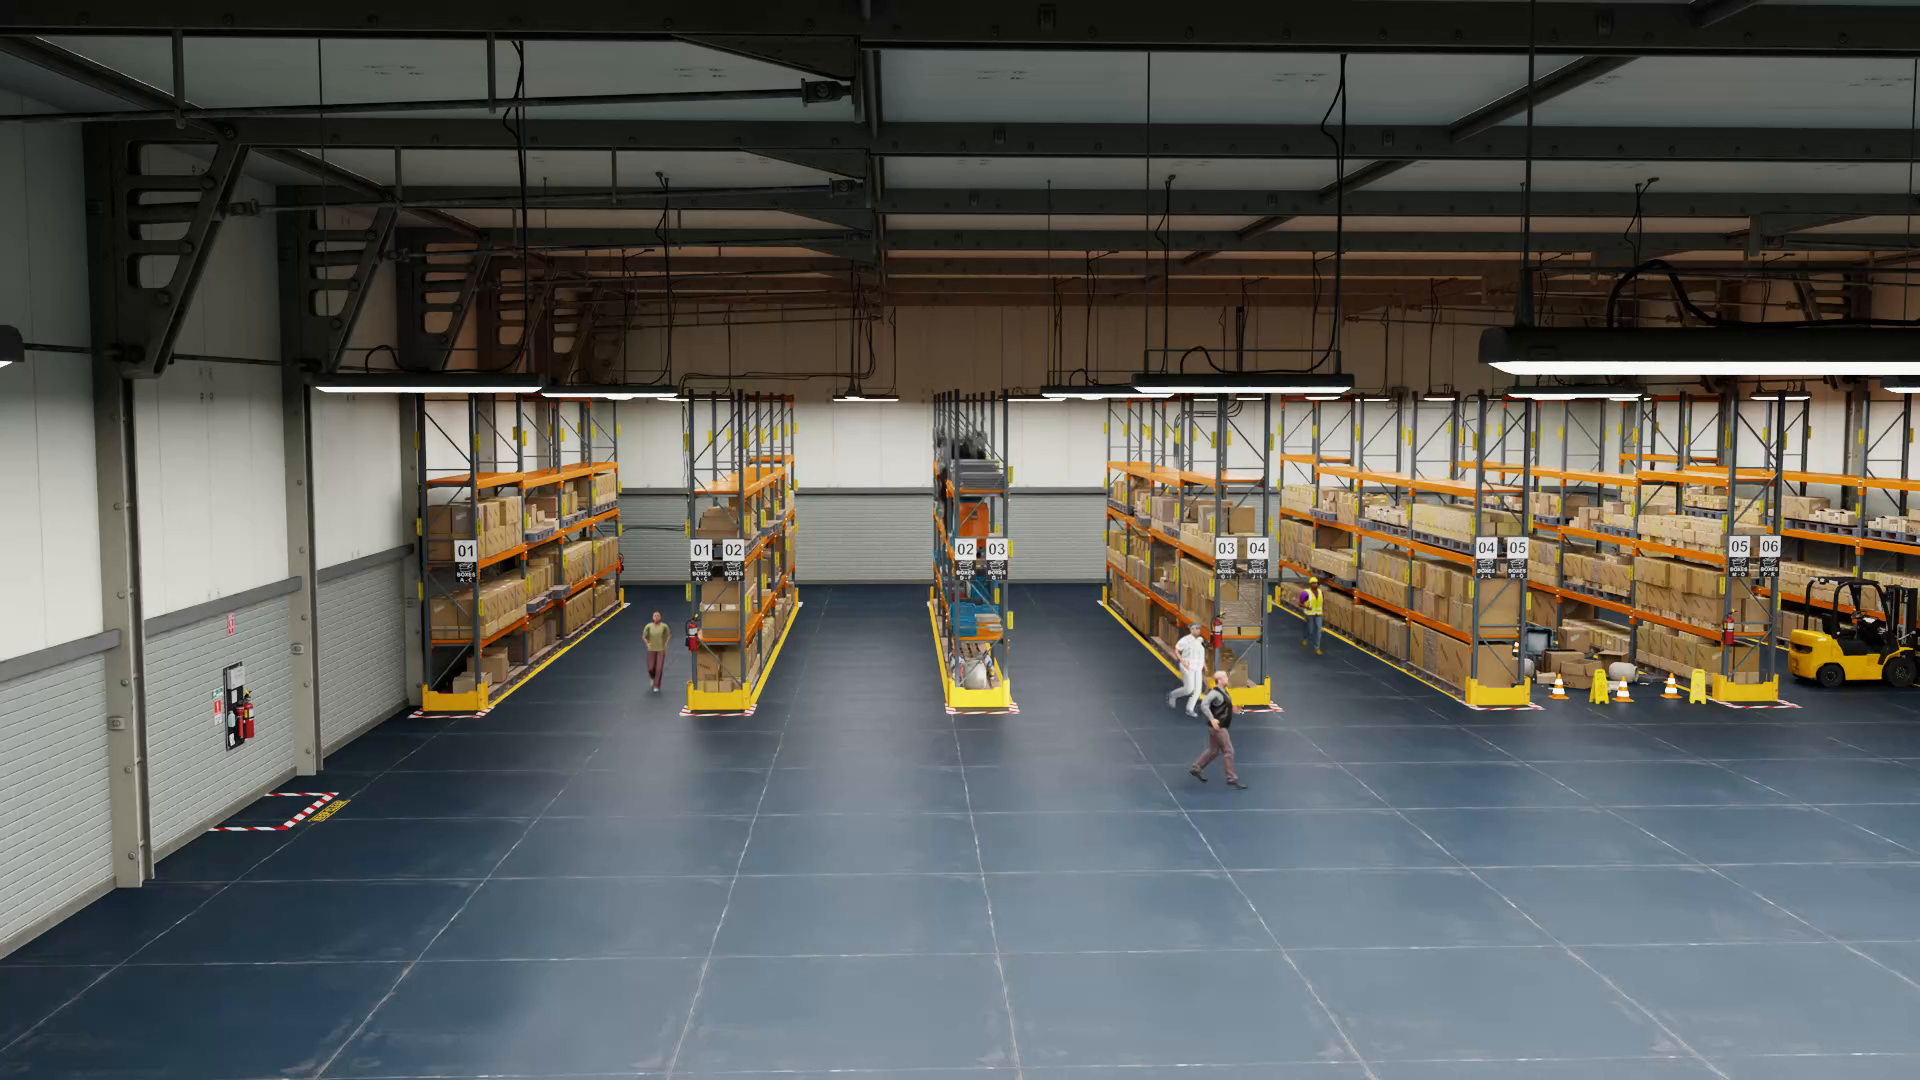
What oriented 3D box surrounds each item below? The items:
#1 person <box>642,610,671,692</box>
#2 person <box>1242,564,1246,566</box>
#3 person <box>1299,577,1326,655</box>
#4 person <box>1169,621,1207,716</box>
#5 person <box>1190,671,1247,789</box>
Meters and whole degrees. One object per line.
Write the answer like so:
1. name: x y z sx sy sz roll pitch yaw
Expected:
1. person: -6.049 2.204 33.192 0.566 1.624 0.546 -1 5 -12
2. person: 8.066 0.978 48.099 0.736 1.658 0.581 -5 6 -44
3. person: 8.125 1.721 38.231 0.699 1.747 0.923 -1 5 -12
4. person: 4.305 2.356 30.787 0.711 1.718 0.725 -3 6 -34
5. person: 3.867 2.815 24.835 0.879 1.733 0.657 1 5 16
